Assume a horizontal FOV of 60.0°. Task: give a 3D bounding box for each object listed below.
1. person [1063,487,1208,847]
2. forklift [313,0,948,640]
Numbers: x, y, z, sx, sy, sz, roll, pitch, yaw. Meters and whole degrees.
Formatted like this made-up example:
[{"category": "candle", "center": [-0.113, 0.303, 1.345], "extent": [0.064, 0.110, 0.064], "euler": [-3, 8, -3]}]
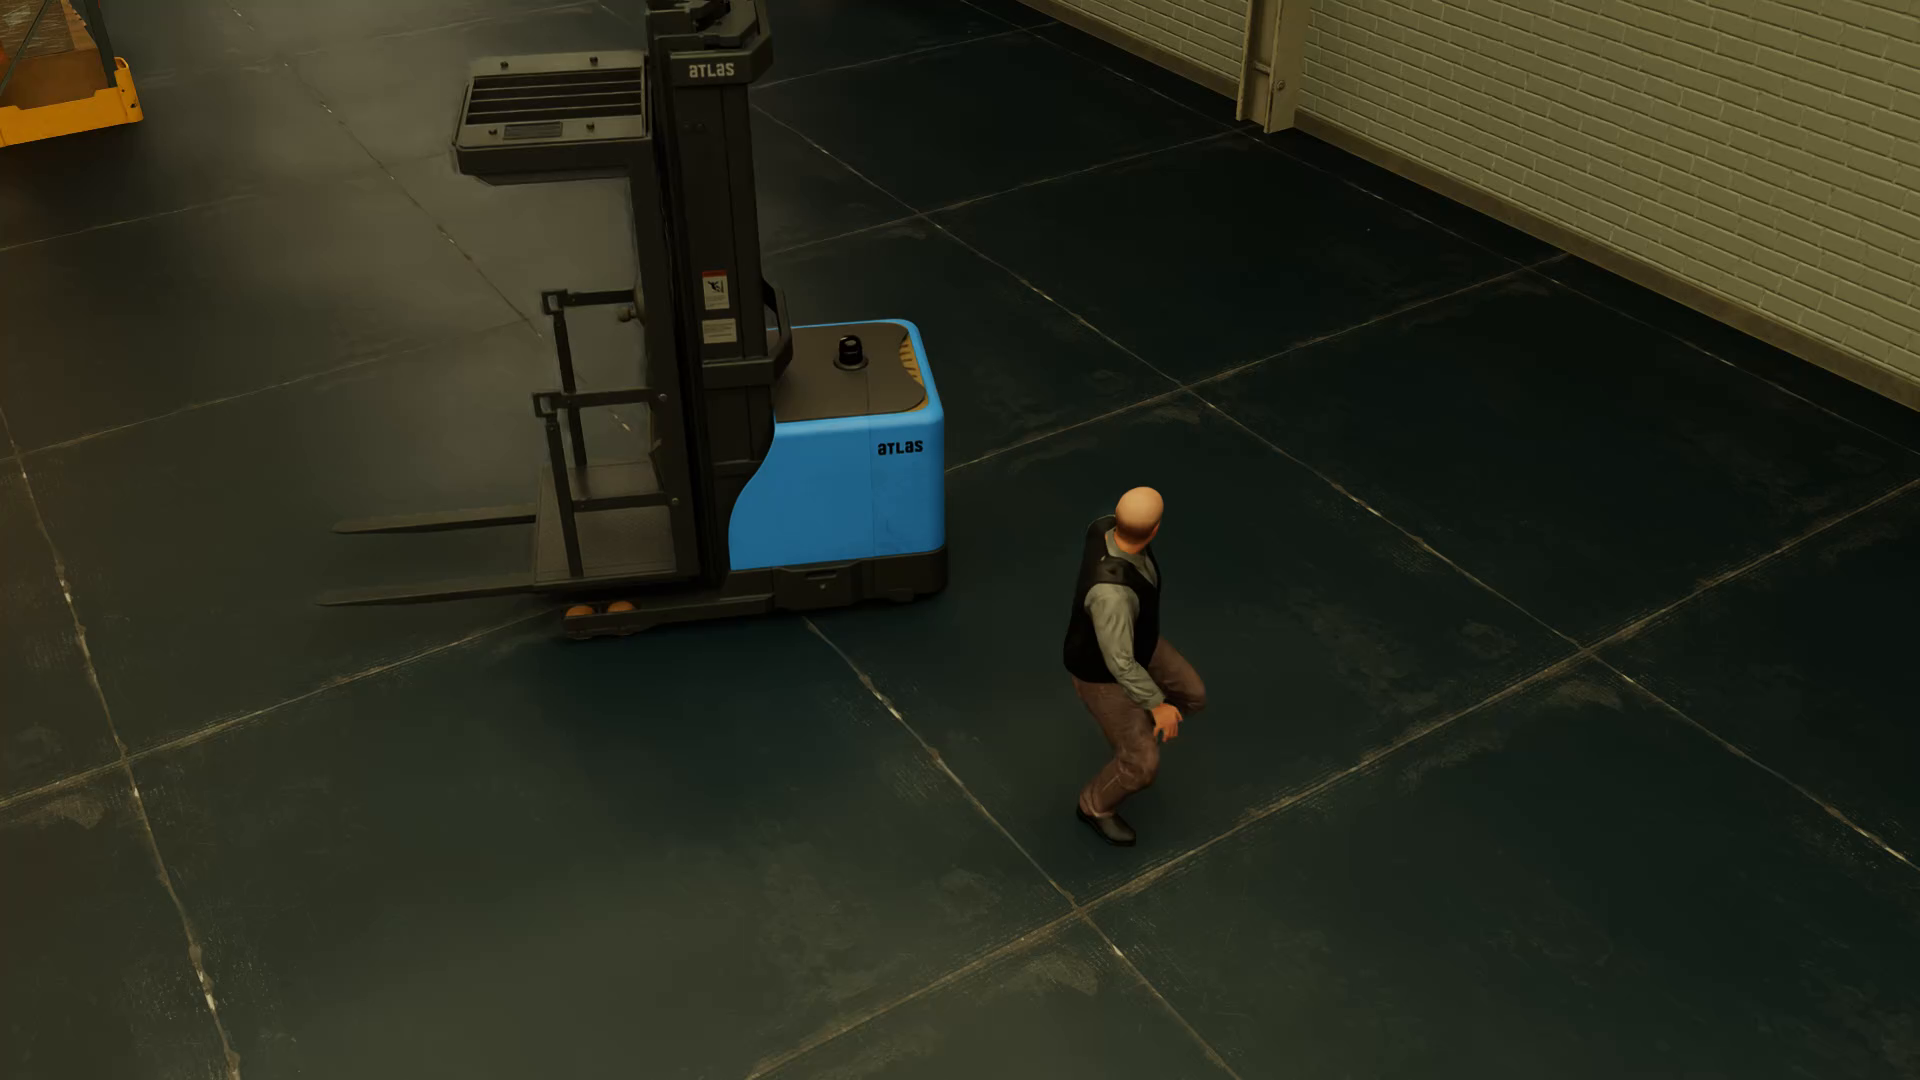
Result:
[{"category": "person", "center": [0.685, 0.460, 6.651], "extent": [0.604, 1.623, 0.802], "euler": [14, 38, 19]}, {"category": "forklift", "center": [-1.625, -1.045, 7.635], "extent": [3.031, 2.935, 1.130], "euler": [-5, 35, -8]}]
